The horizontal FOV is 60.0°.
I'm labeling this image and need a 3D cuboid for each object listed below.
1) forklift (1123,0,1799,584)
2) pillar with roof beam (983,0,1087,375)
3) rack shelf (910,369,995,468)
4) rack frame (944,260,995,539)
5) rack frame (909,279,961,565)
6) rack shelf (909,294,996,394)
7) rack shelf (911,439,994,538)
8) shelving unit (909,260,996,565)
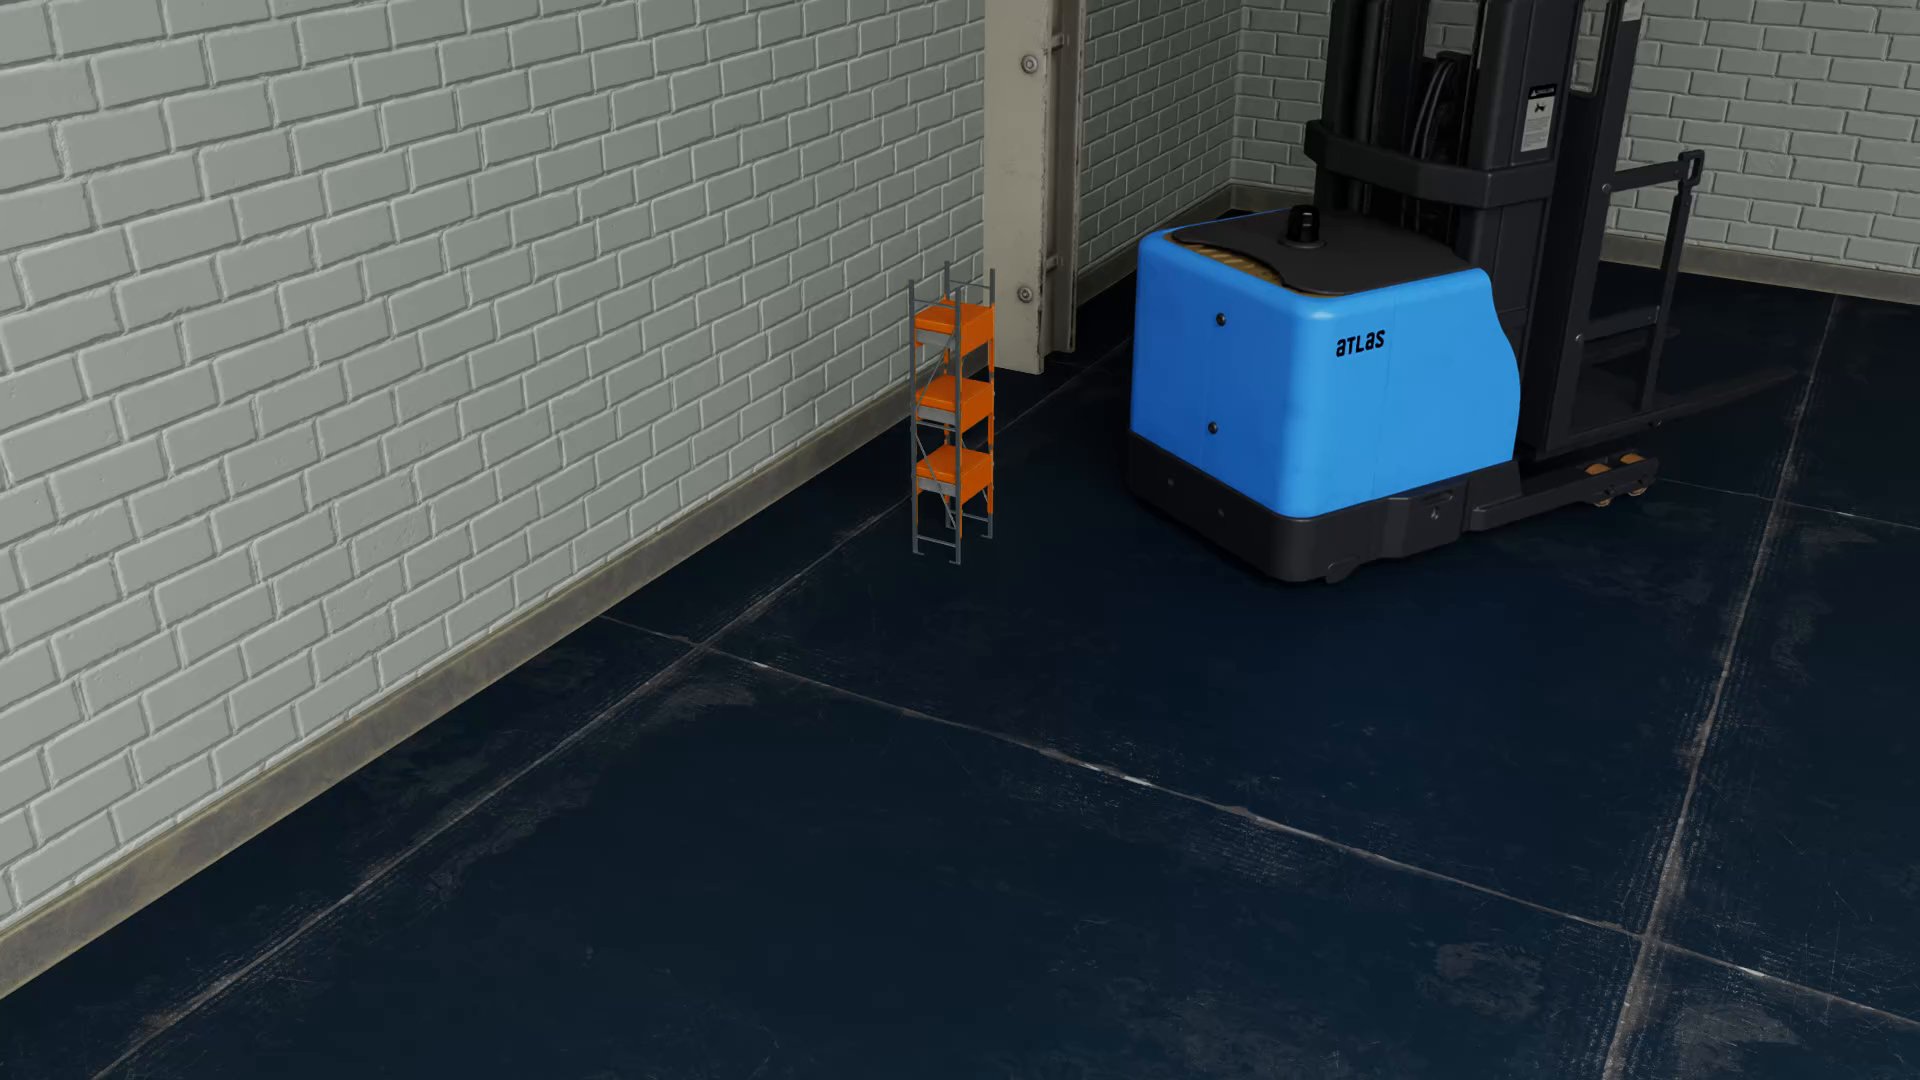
[{"bbox_3d":[2.171,-1.628,6.228,3.031,2.935,1.130,-15,30,-27],"label":"forklift"},{"bbox_3d":[4.081,-3.961,4.110,9.100,9.000,0.400,14,30,26],"label":"pillar with roof beam"},{"bbox_3d":[-0.026,-0.439,5.978,0.215,0.259,0.240,14,30,26],"label":"rack shelf"},{"bbox_3d":[0.034,-0.496,6.068,0.200,1.050,0.008,14,30,26],"label":"rack frame"},{"bbox_3d":[-0.086,-0.401,5.878,0.200,1.050,0.008,14,30,26],"label":"rack frame"},{"bbox_3d":[-0.026,-0.693,5.851,0.215,0.259,0.240,14,30,26],"label":"rack shelf"},{"bbox_3d":[-0.026,-0.191,6.102,0.215,0.259,0.240,14,30,26],"label":"rack shelf"},{"bbox_3d":[-0.026,-0.449,5.973,0.215,1.050,0.252,14,30,26],"label":"shelving unit"}]
